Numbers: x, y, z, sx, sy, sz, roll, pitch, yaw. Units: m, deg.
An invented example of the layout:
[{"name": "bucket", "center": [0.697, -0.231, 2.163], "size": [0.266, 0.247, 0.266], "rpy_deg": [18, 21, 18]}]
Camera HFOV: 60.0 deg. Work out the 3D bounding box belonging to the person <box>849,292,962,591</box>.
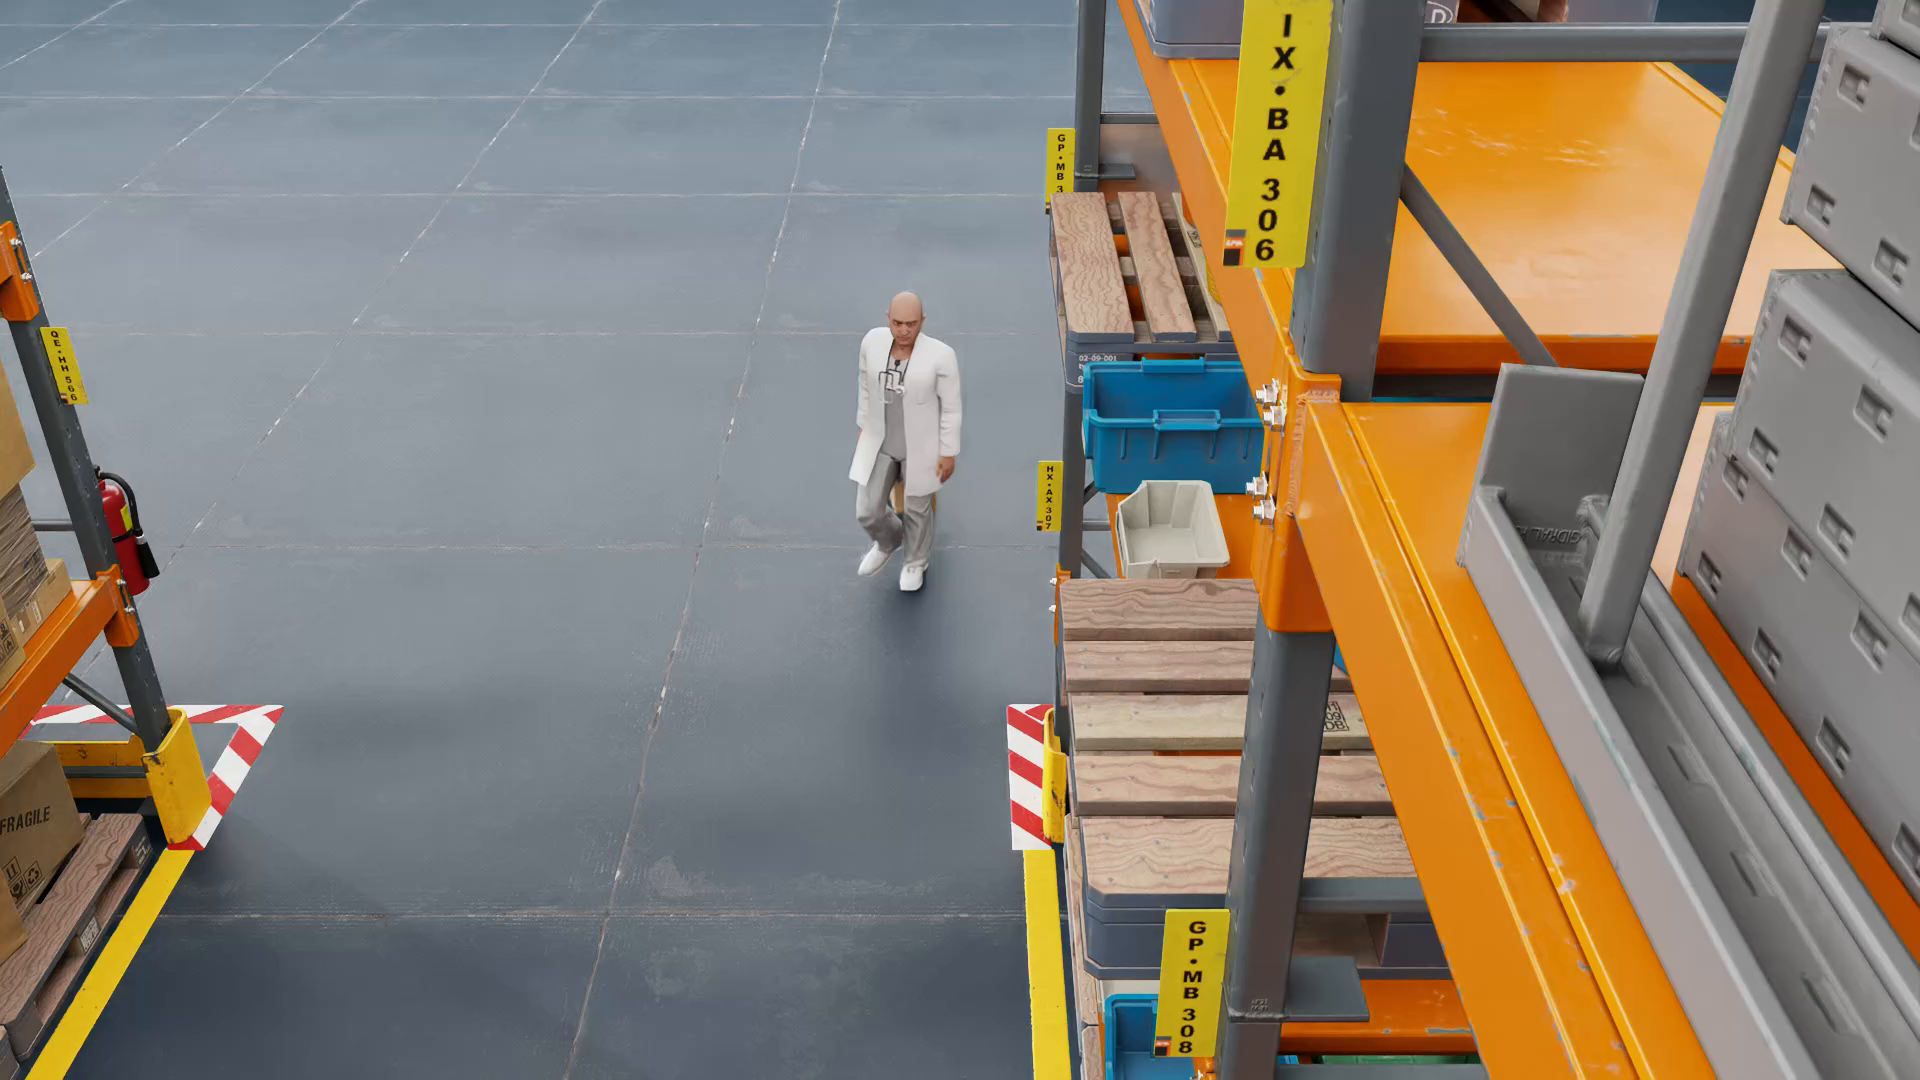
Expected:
[{"name": "person", "center": [-0.284, -0.506, 8.758], "size": [0.610, 1.764, 0.534], "rpy_deg": [8, 32, 13]}]
